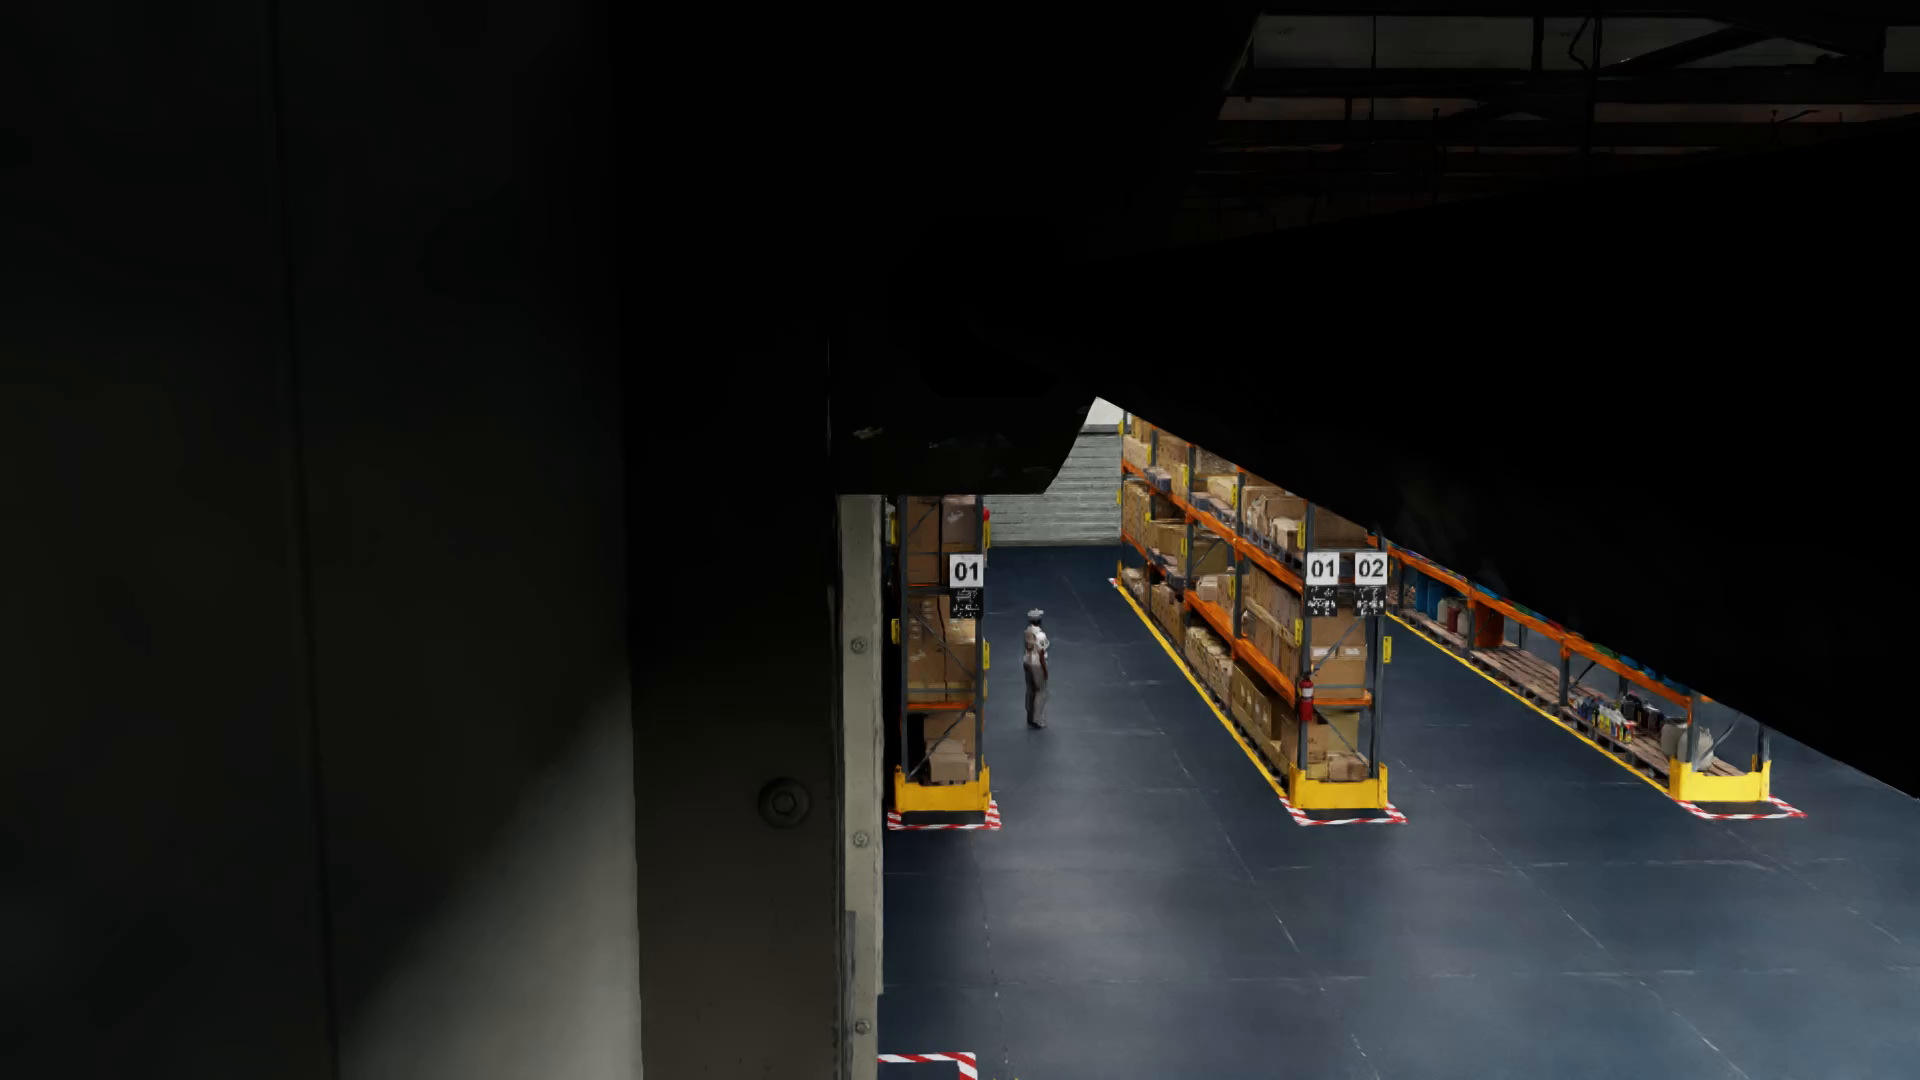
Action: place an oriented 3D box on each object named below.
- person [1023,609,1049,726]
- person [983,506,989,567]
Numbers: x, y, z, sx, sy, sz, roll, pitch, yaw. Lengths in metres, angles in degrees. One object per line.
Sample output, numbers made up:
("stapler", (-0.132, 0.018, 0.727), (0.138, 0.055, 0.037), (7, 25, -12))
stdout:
("person", (1.142, 1.904, 24.692), (0.371, 1.735, 0.526), (-5, 10, -29))
("person", (0.412, -0.213, 38.789), (0.532, 1.642, 1.126), (0, 8, 0))
